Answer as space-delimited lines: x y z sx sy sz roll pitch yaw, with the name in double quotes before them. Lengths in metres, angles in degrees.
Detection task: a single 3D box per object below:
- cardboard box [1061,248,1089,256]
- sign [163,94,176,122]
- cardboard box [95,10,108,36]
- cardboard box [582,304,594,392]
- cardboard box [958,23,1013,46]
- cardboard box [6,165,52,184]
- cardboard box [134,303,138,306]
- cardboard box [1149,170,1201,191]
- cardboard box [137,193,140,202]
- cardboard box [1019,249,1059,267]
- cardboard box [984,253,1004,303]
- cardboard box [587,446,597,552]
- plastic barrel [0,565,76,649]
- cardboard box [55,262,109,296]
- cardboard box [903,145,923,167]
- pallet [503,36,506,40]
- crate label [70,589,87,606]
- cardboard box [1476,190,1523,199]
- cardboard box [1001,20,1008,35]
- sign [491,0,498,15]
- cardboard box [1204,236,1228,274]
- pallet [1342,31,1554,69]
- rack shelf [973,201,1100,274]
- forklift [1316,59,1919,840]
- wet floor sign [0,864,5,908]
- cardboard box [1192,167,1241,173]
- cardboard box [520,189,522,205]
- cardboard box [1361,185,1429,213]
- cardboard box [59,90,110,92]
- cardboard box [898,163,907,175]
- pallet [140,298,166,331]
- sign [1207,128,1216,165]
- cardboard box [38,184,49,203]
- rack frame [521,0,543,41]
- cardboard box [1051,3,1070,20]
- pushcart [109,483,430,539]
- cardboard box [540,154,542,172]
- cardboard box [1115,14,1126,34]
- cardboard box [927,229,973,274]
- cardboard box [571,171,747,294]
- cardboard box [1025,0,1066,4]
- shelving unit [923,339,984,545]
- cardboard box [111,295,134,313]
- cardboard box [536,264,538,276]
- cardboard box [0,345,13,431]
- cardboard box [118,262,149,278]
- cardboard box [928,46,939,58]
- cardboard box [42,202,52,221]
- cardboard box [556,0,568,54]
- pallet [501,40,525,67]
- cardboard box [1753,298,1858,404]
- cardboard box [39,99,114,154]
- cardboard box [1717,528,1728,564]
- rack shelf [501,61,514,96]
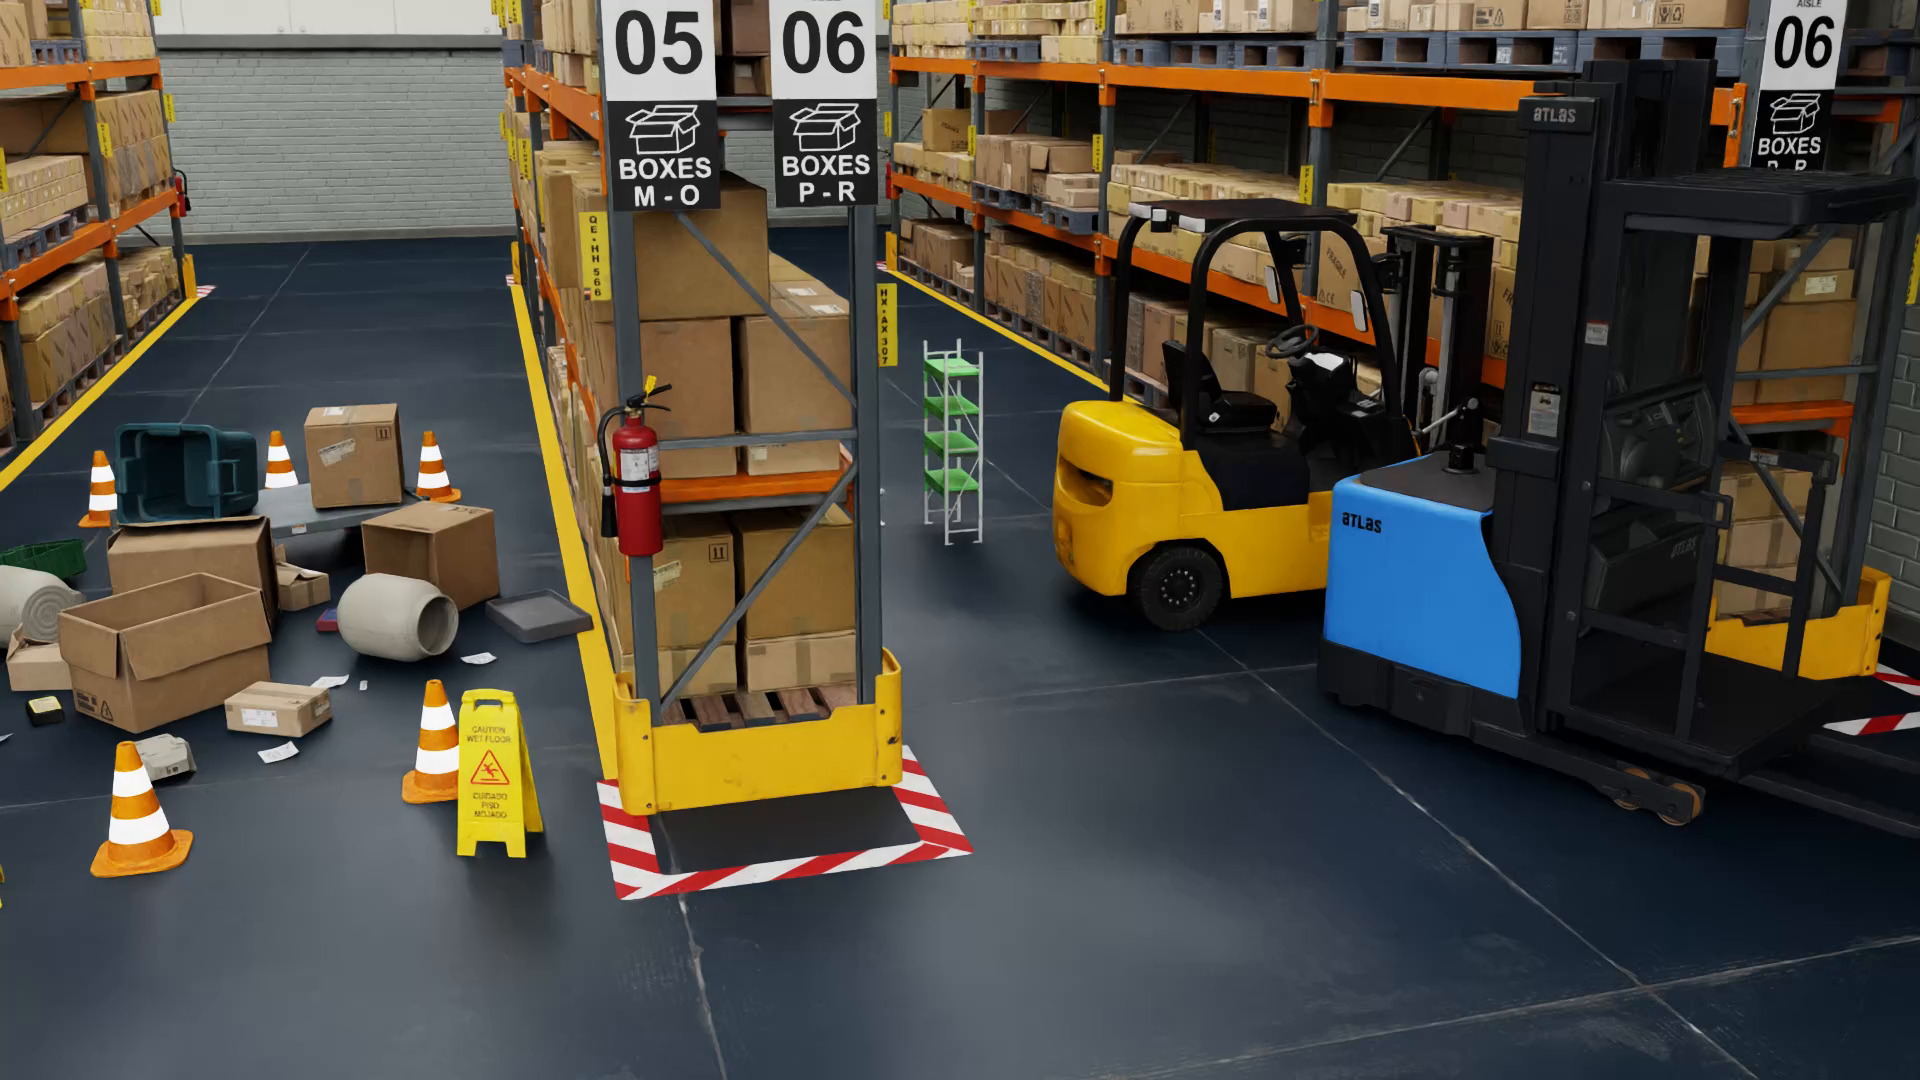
"cardboard box" 1.307 -3.048 17.874 0.380 0.149 0.250 -4 17 -14
"sign" -9.407 -5.139 19.783 0.100 0.325 0.005 -5 17 -15
"cardboard box" -8.881 -5.183 16.669 0.500 0.250 0.500 -5 17 -15
"cardboard box" -1.499 -0.984 7.824 0.500 0.500 0.500 -5 17 -16
"cardboard box" 0.283 -5.722 18.816 0.500 0.250 0.500 -5 17 -15
"cardboard box" -8.191 -3.198 14.556 0.380 0.149 0.250 -6 18 -18
"cardboard box" -8.829 -2.388 17.414 0.380 0.149 0.250 -5 17 -16
"cardboard box" 1.814 -3.027 14.015 0.380 0.149 0.250 -4 17 -15
"cardboard box" -9.227 -3.771 18.229 0.380 0.149 0.250 -4 17 -14
"cardboard box" 0.852 -3.008 17.739 0.380 0.149 0.250 -5 17 -15
"cardboard box" 0.573 -2.953 18.685 0.500 0.500 0.500 -4 17 -13
"cardboard box" -1.715 -0.263 8.859 0.500 0.500 0.500 -4 17 -12
"plastic barrel" -4.862 0.351 8.547 0.512 0.421 0.421 7 18 23
"cardboard box" -8.399 -2.465 15.756 0.500 0.250 0.500 -5 17 -17
"cardboard box" -0.439 -4.992 21.599 0.500 0.250 0.500 -5 17 -15
"pallet" -5.001 -6.004 20.165 1.003 0.211 1.213 -5 17 -15
"crate label" -4.924 0.354 9.035 0.250 0.136 0.298 11 20 32
"cardboard box" 3.477 -2.116 10.462 0.380 0.149 0.250 -5 17 -16
"cardboard box" 0.639 -5.270 17.100 0.380 0.149 0.250 -5 17 -16
"sign" -5.750 -6.665 20.555 0.100 0.325 0.005 -5 17 -15
"cardboard box" 2.214 -2.213 12.867 0.500 0.250 0.500 -5 17 -15
"pallet" 3.114 -3.048 10.326 1.003 0.211 1.213 -5 17 -15
"rack shelf" 1.206 -3.203 17.152 1.077 0.370 4.000 -5 17 -15
"forklift" 3.058 -0.427 6.779 1.130 2.935 3.031 -15 22 -40
"wet floor sign" -3.637 1.010 5.967 0.267 0.644 0.232 -8 18 -25
"cardboard box" 2.231 -3.139 14.387 0.380 0.149 0.250 -5 17 -15
"cardboard box" -4.488 -3.863 17.926 0.500 0.500 0.500 -5 17 -15
"cardboard box" 2.833 -2.214 10.789 0.380 0.149 0.250 -4 17 -14
"cardboard box" -10.078 -4.919 19.184 0.500 0.500 0.500 -5 17 -16
"cardboard box" -0.616 -4.974 22.235 0.380 0.149 0.250 -5 17 -16
"pallet" -9.404 -2.474 18.320 1.003 0.211 1.213 -5 17 -15
"sign" 2.288 -3.594 15.189 0.100 0.325 0.005 -5 17 -15
"cardboard box" -8.121 -2.985 14.365 0.380 0.149 0.250 -4 17 -13
"rack frame" -3.016 -5.474 13.034 1.000 3.000 0.127 -5 17 -15
"cardboard box" 1.092 -5.054 15.899 0.380 0.149 0.250 -5 17 -16
"pushcart" -4.095 -0.045 9.945 1.648 0.377 0.936 -12 20 -34
"cardboard box" -2.965 -2.706 12.826 0.500 0.500 0.500 -4 17 -12
"cardboard box" 1.559 -4.448 14.333 0.380 0.166 0.250 -5 17 -15
"cardboard box" -0.119 -3.641 20.974 0.500 0.500 0.500 -4 17 -14
"cardboard box" -1.300 -1.322 7.210 0.700 0.500 0.500 -5 17 -15
"cardboard box" 0.911 -5.857 17.819 0.396 0.266 0.258 -5 17 -15
"shelving unit" -0.046 -0.620 10.432 0.258 1.200 0.503 -5 17 -15
"cardboard box" -8.639 -2.392 16.909 0.380 0.149 0.250 -4 17 -13
"cardboard box" -4.937 -3.613 20.990 0.875 0.438 0.875 -5 18 -17
"cardboard box" -7.667 -1.130 12.180 1.050 0.750 0.750 -5 17 -16
"cardboard box" -9.147 -2.955 18.266 0.380 0.149 0.250 -5 17 -15
"cardboard box" -0.178 -5.917 20.158 0.380 0.149 0.250 -4 17 -14
"cardboard box" -8.113 -2.841 14.402 0.380 0.149 0.250 -5 18 -17
"cardboard box" -1.642 -2.437 7.882 0.500 0.250 0.500 -5 17 -15
"pallet" -3.244 -4.121 14.072 1.213 0.211 1.003 -4 17 -13
"cardboard box" 4.085 -0.988 8.355 0.500 0.500 0.500 -4 17 -13
"cardboard box" -8.737 -4.101 16.463 0.500 0.500 0.500 -4 17 -14
"cardboard box" 3.520 -0.015 8.469 0.500 0.250 0.500 -5 17 -16
"rack shelf" -4.665 -5.353 19.094 1.077 0.370 4.000 -5 17 -15
